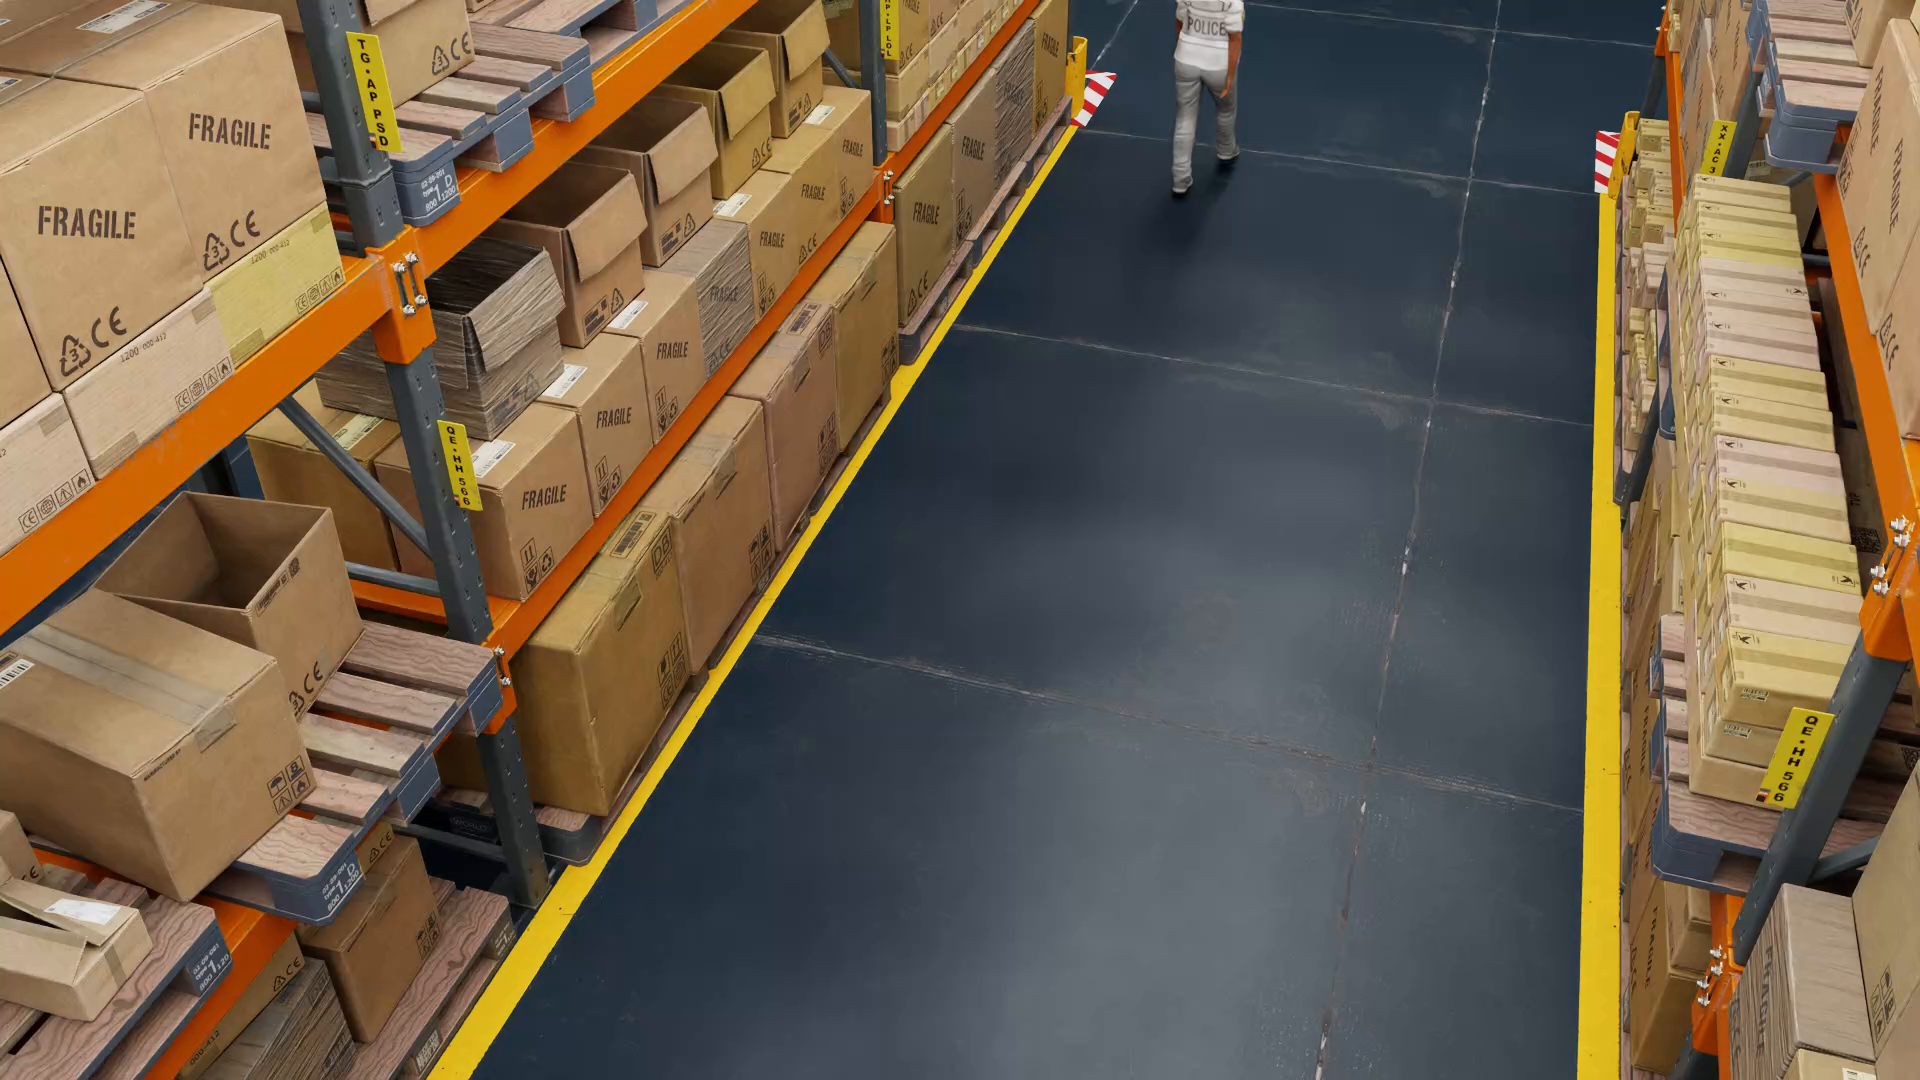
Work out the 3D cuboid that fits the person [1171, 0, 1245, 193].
[{"bbox_3d":[1.660,-3.219,11.096,0.477,1.619,0.915,11,39,14],"label":"person"}]
